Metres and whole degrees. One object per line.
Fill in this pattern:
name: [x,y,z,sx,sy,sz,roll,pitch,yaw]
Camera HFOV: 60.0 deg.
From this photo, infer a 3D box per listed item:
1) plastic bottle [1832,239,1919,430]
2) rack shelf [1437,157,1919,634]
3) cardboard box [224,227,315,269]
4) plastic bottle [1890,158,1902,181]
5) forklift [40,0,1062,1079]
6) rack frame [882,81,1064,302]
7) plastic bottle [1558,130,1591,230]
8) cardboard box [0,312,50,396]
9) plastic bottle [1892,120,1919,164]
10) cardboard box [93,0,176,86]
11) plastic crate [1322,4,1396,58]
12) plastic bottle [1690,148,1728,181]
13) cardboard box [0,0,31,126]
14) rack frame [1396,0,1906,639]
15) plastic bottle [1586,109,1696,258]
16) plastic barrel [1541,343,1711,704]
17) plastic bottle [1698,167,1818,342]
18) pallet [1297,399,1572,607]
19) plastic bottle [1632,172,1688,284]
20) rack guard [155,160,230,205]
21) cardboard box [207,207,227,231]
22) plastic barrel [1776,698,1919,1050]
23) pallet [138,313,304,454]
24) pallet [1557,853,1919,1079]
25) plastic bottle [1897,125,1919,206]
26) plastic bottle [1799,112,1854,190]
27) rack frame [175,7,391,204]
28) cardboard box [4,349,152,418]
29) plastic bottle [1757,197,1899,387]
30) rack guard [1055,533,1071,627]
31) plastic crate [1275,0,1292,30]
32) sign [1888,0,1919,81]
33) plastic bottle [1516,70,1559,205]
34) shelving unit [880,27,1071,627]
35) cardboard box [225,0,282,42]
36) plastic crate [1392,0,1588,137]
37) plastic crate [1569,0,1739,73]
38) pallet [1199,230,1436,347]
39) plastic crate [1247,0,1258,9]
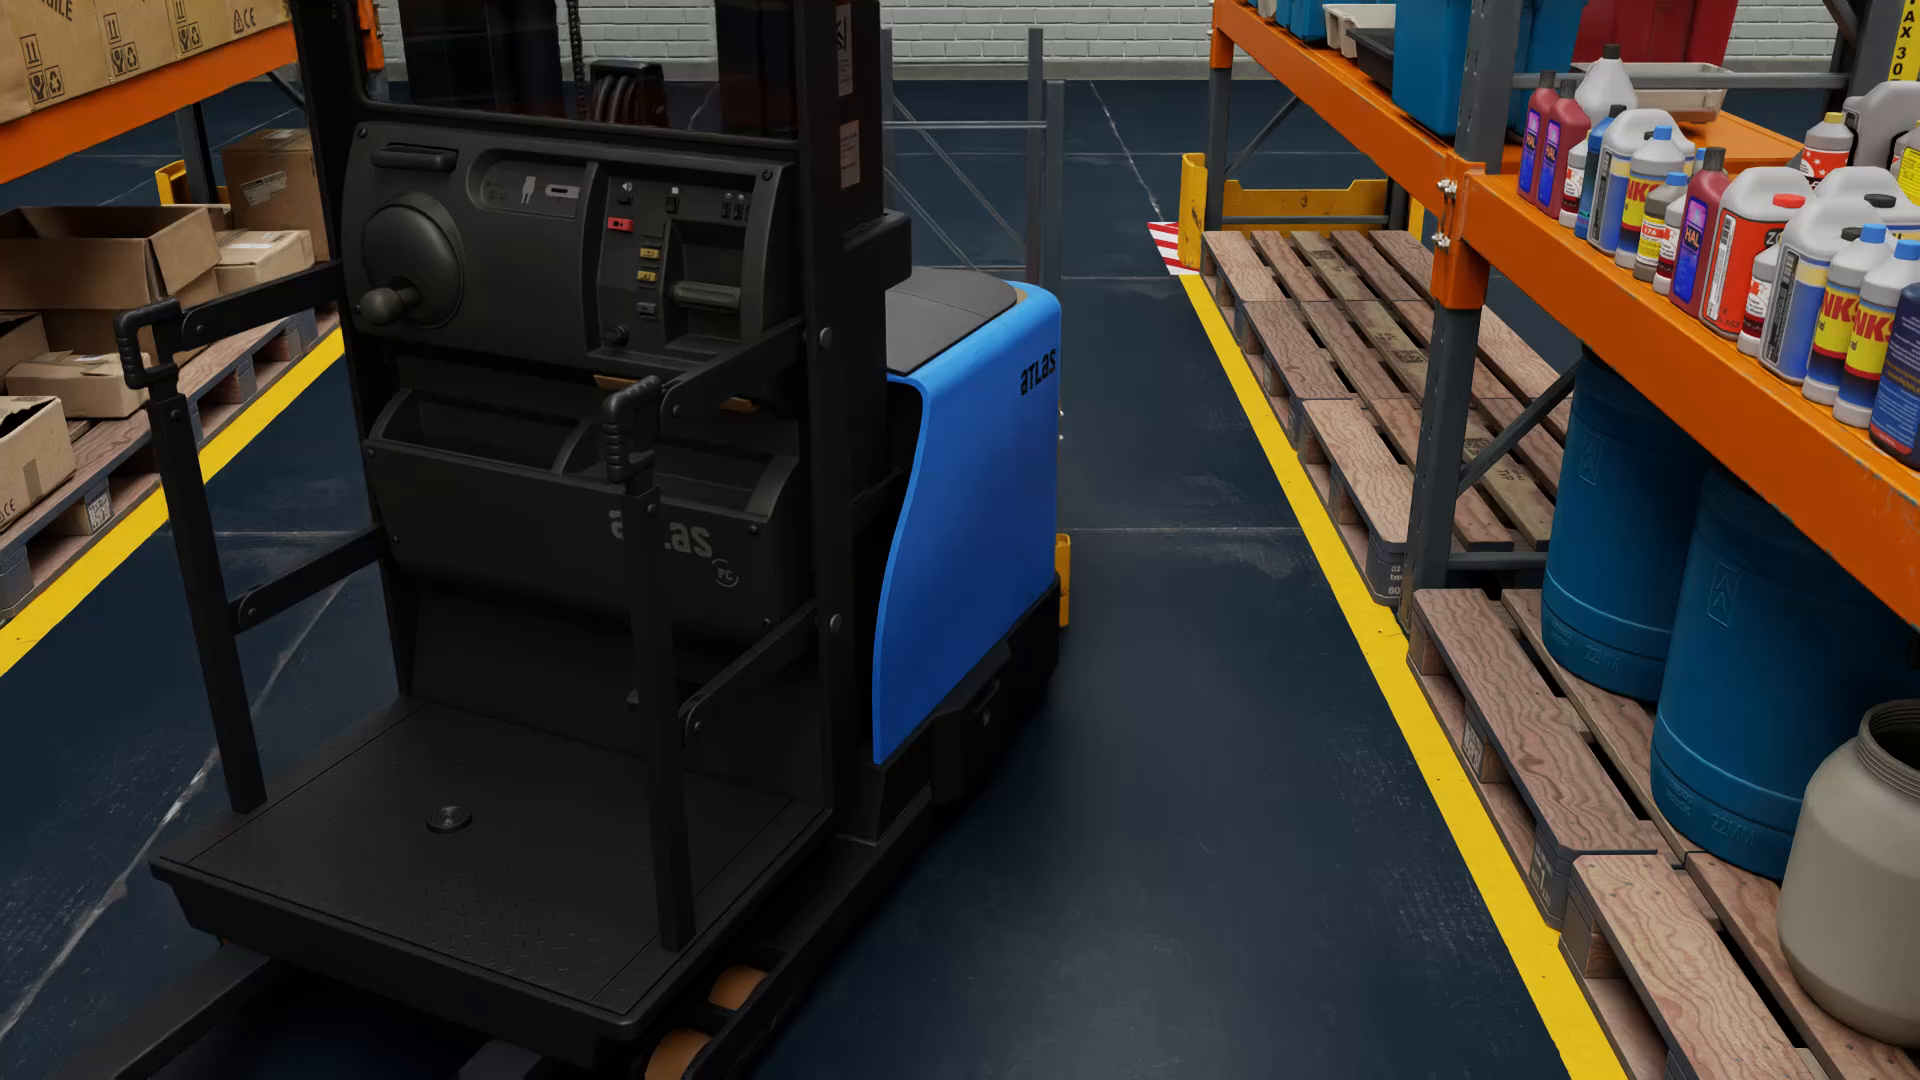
plastic bottle: [1.360,-0.303,2.437,0.097,0.271,0.097,0,24,0]
rack shelf: [1.770,0.032,2.411,1.077,0.370,4.000,0,24,-1]
cardboard box: [-3.081,-1.266,7.314,0.380,0.166,0.250,0,24,-1]
plastic bottle: [1.956,-0.709,3.419,0.097,0.201,0.097,0,24,0]
forklift: [-0.820,-0.503,2.804,1.130,2.935,3.031,11,27,23]
rack frame: [0.011,-0.446,4.413,0.500,1.500,0.032,0,24,0]
plastic bottle: [1.347,-0.773,3.561,0.097,0.201,0.097,0,24,0]
cardboard box: [-3.503,-0.617,5.702,0.500,0.311,0.500,0,24,-1]
plastic bottle: [2.105,-0.820,3.665,0.097,0.201,0.097,0,24,0]
cardboard box: [-2.950,-1.773,5.408,0.500,0.500,0.500,0,24,-1]
plastic crate: [1.429,-1.743,5.711,0.293,0.136,0.466,0,24,-1]
plastic bottle: [1.501,-0.694,3.385,0.097,0.201,0.097,0,24,0]
cardboard box: [-2.938,-1.356,4.486,0.500,0.500,0.500,0,24,1]
rack frame: [1.749,-1.119,4.085,1.000,3.000,0.127,0,24,-1]
plastic bottle: [1.377,-0.720,3.352,0.152,0.276,0.135,0,24,-1]
plastic barrel: [1.737,-0.130,3.935,0.600,0.901,0.708,0,24,-1]
plastic bottle: [1.383,-0.489,2.842,0.152,0.276,0.135,0,24,-1]
pallet: [1.702,-0.152,5.329,1.003,0.211,1.213,0,24,-1]
plastic bottle: [1.352,-0.598,3.173,0.097,0.201,0.097,0,24,0]
rack guard: [-3.247,-1.577,8.130,1.175,0.500,0.348,0,24,-1]
cardboard box: [-3.520,-1.263,7.206,0.500,0.250,0.500,0,24,-1]
plastic barrel: [1.662,0.572,2.855,0.421,0.512,0.421,0,24,0]
pallet: [-3.227,-0.615,6.354,1.003,0.211,1.213,0,24,-1]
pallet: [1.732,0.973,2.842,1.003,0.211,1.213,0,24,-1]
plastic bottle: [1.942,-0.719,3.260,0.144,0.351,0.185,0,24,-1]
plastic bottle: [1.952,-0.860,3.752,0.097,0.201,0.097,0,24,0]
rack frame: [-3.248,-2.747,7.684,1.000,3.000,0.127,0,24,-1]
cardboard box: [-3.012,-0.539,5.705,0.380,0.166,0.250,0,24,-1]
plastic bottle: [1.385,-0.393,2.630,0.152,0.276,0.135,0,24,-1]
rack guard: [0.014,0.115,4.688,0.587,0.250,0.087,0,24,0]
plastic crate: [1.393,-2.073,6.324,0.416,0.233,0.300,0,24,-1]
sign: [2.299,-1.247,4.032,0.100,0.325,0.005,0,24,-1]
plastic bottle: [1.326,-0.913,3.771,0.061,0.283,0.133,0,24,-1]
shelving unit: [0.008,-0.659,4.884,0.587,1.500,1.083,0,24,0]
cardboard box: [-2.962,-2.190,6.330,0.500,0.500,0.500,0,24,0]
plastic crate: [1.402,-1.330,4.498,0.392,0.384,0.575,0,24,-1]
plastic crate: [1.990,-1.545,4.876,0.402,0.464,0.583,0,24,-1]
pallet: [1.675,-1.157,7.552,1.003,0.211,1.213,0,24,-1]
plastic crate: [1.386,-2.344,6.924,0.416,0.233,0.300,0,24,-1]
